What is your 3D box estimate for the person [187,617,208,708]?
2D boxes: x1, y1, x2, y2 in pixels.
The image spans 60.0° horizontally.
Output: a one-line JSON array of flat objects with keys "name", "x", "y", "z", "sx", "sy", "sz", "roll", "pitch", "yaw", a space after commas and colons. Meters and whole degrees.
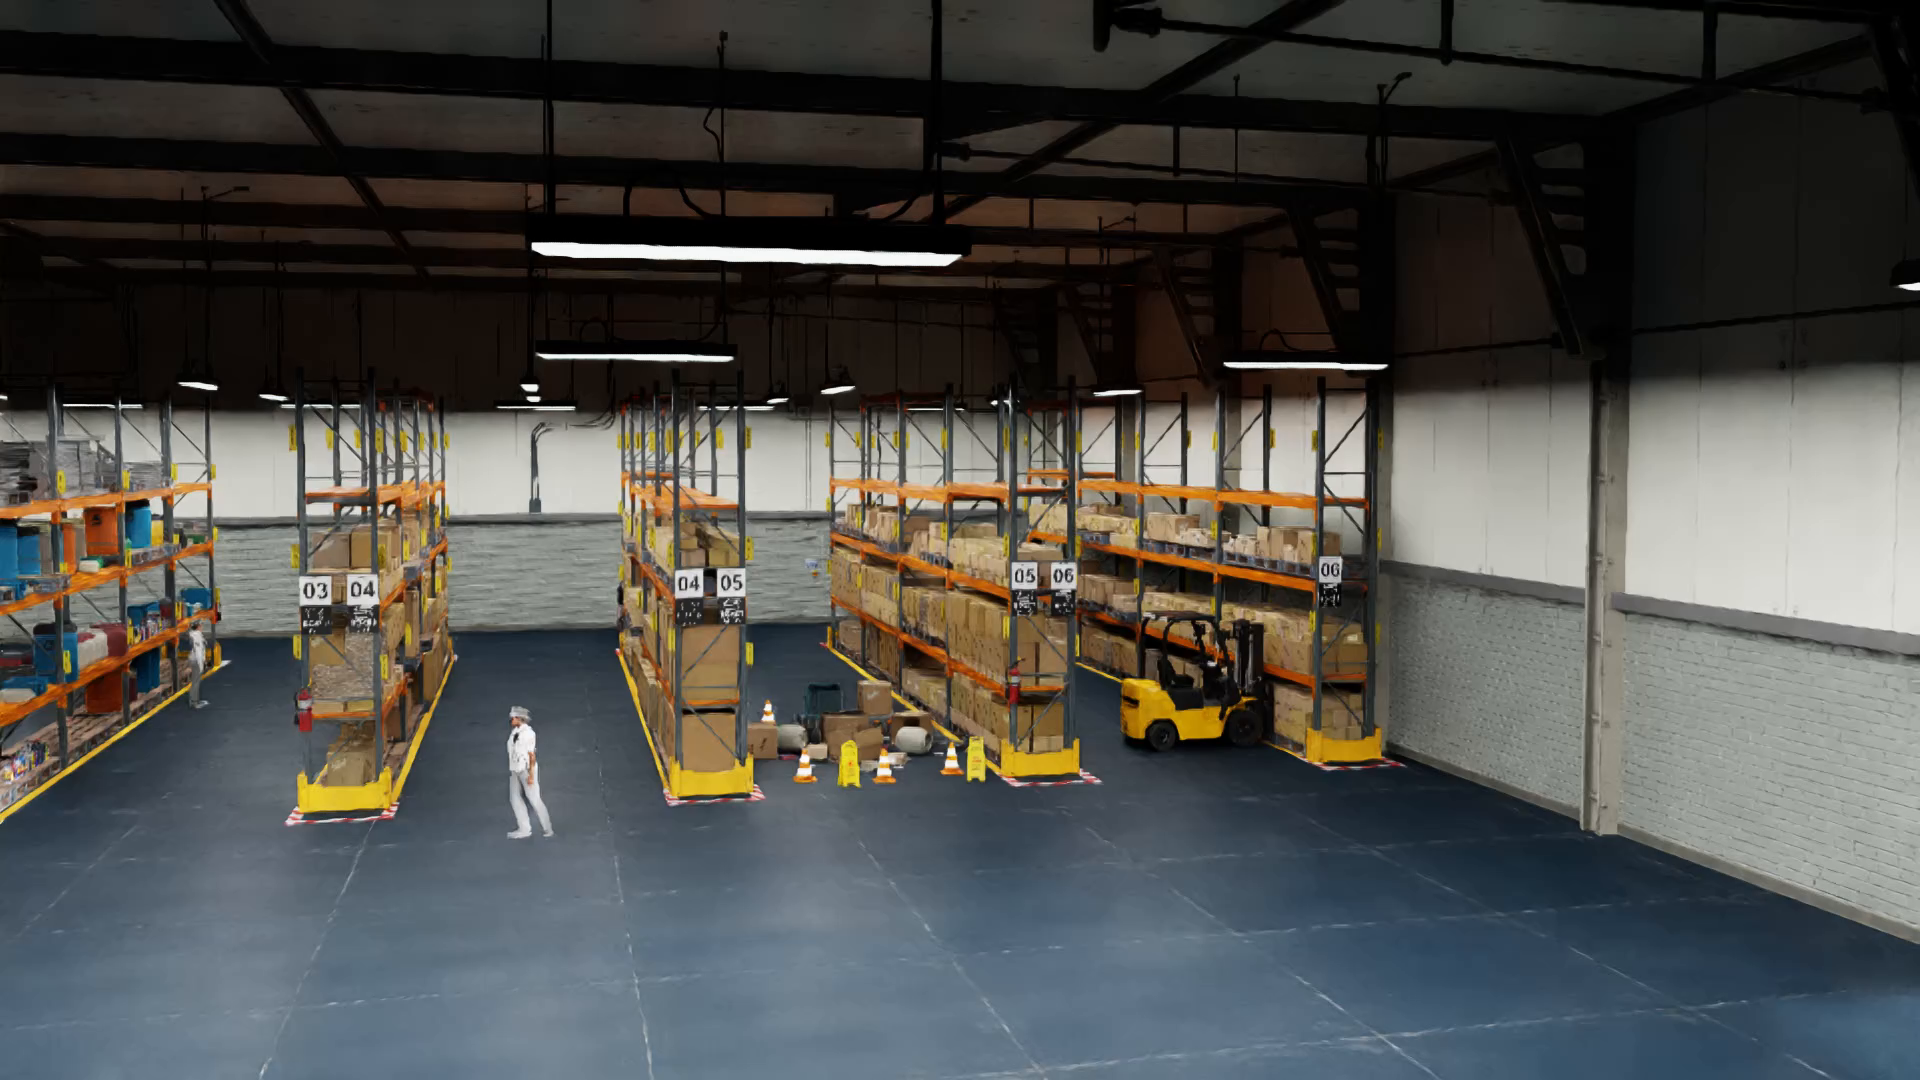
[{"name": "person", "x": -14.293, "y": 2.284, "z": 31.186, "sx": 0.364, "sy": 1.682, "sz": 0.582, "roll": -2, "pitch": 4, "yaw": -33}]

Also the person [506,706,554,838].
[{"name": "person", "x": -5.445, "y": 2.924, "z": 21.033, "sx": 0.526, "sy": 1.662, "sz": 0.568, "roll": -3, "pitch": 5, "yaw": -41}]

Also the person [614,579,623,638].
[{"name": "person", "x": -8.478, "y": 1.614, "z": 42.434, "sx": 0.570, "sy": 1.611, "sz": 0.954, "roll": 0, "pitch": 3, "yaw": 6}]
